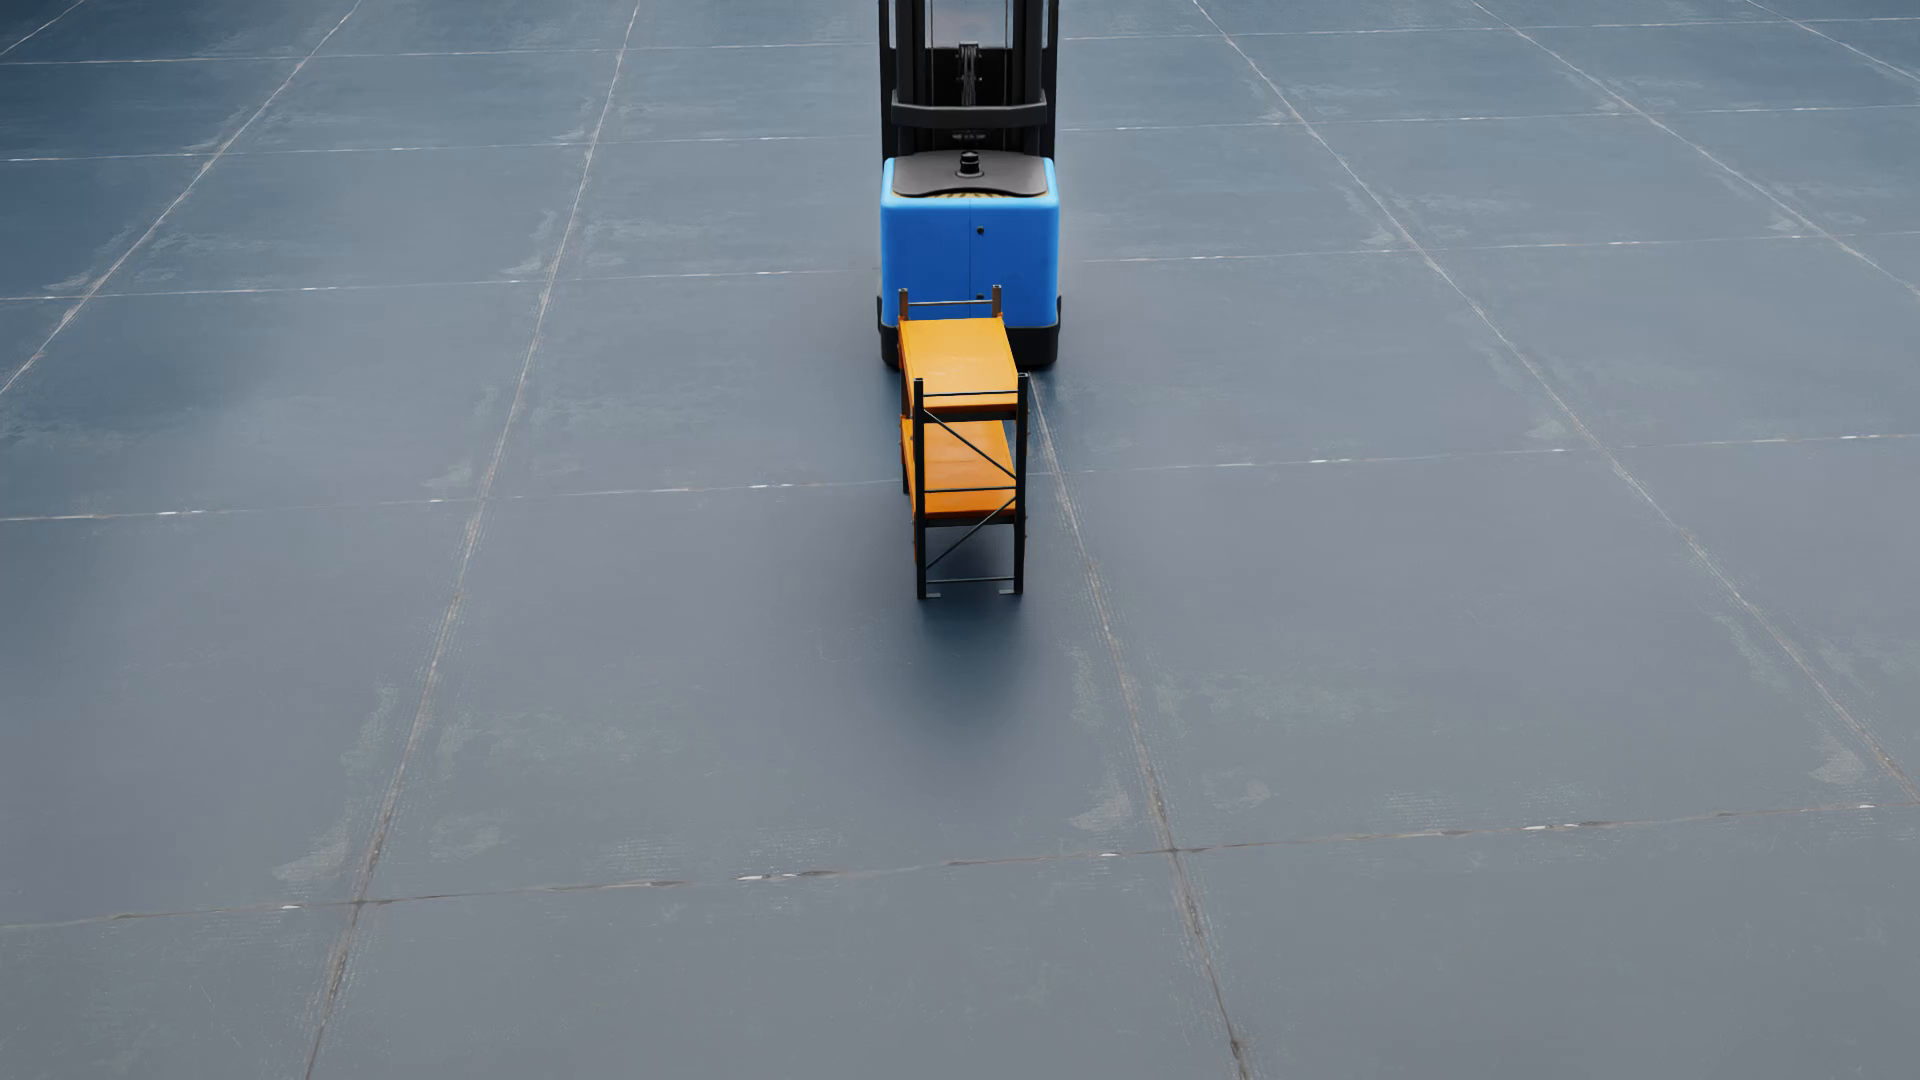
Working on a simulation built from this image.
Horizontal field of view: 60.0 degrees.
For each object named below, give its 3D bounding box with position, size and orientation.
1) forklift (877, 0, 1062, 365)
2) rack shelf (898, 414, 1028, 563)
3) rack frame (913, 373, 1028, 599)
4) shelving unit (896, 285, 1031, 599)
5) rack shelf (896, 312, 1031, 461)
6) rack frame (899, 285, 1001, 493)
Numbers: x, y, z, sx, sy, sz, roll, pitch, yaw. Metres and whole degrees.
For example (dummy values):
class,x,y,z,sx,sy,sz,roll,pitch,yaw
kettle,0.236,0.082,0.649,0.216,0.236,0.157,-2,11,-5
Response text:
class,x,y,z,sx,sy,sz,roll,pitch,yaw
forklift,0.050,-3.009,10.429,1.130,2.935,3.031,0,31,0
rack shelf,-0.001,-0.276,8.093,0.538,0.278,1.000,-3,31,-5
rack frame,0.047,-0.227,7.533,0.500,1.125,0.032,-3,31,-5
shelving unit,-0.001,-0.486,7.967,0.538,1.125,1.048,-3,31,-5
rack shelf,-0.001,-0.738,7.817,0.538,0.278,1.000,-3,31,-5
rack frame,-0.048,-0.746,8.402,0.500,1.125,0.032,-3,31,-5
